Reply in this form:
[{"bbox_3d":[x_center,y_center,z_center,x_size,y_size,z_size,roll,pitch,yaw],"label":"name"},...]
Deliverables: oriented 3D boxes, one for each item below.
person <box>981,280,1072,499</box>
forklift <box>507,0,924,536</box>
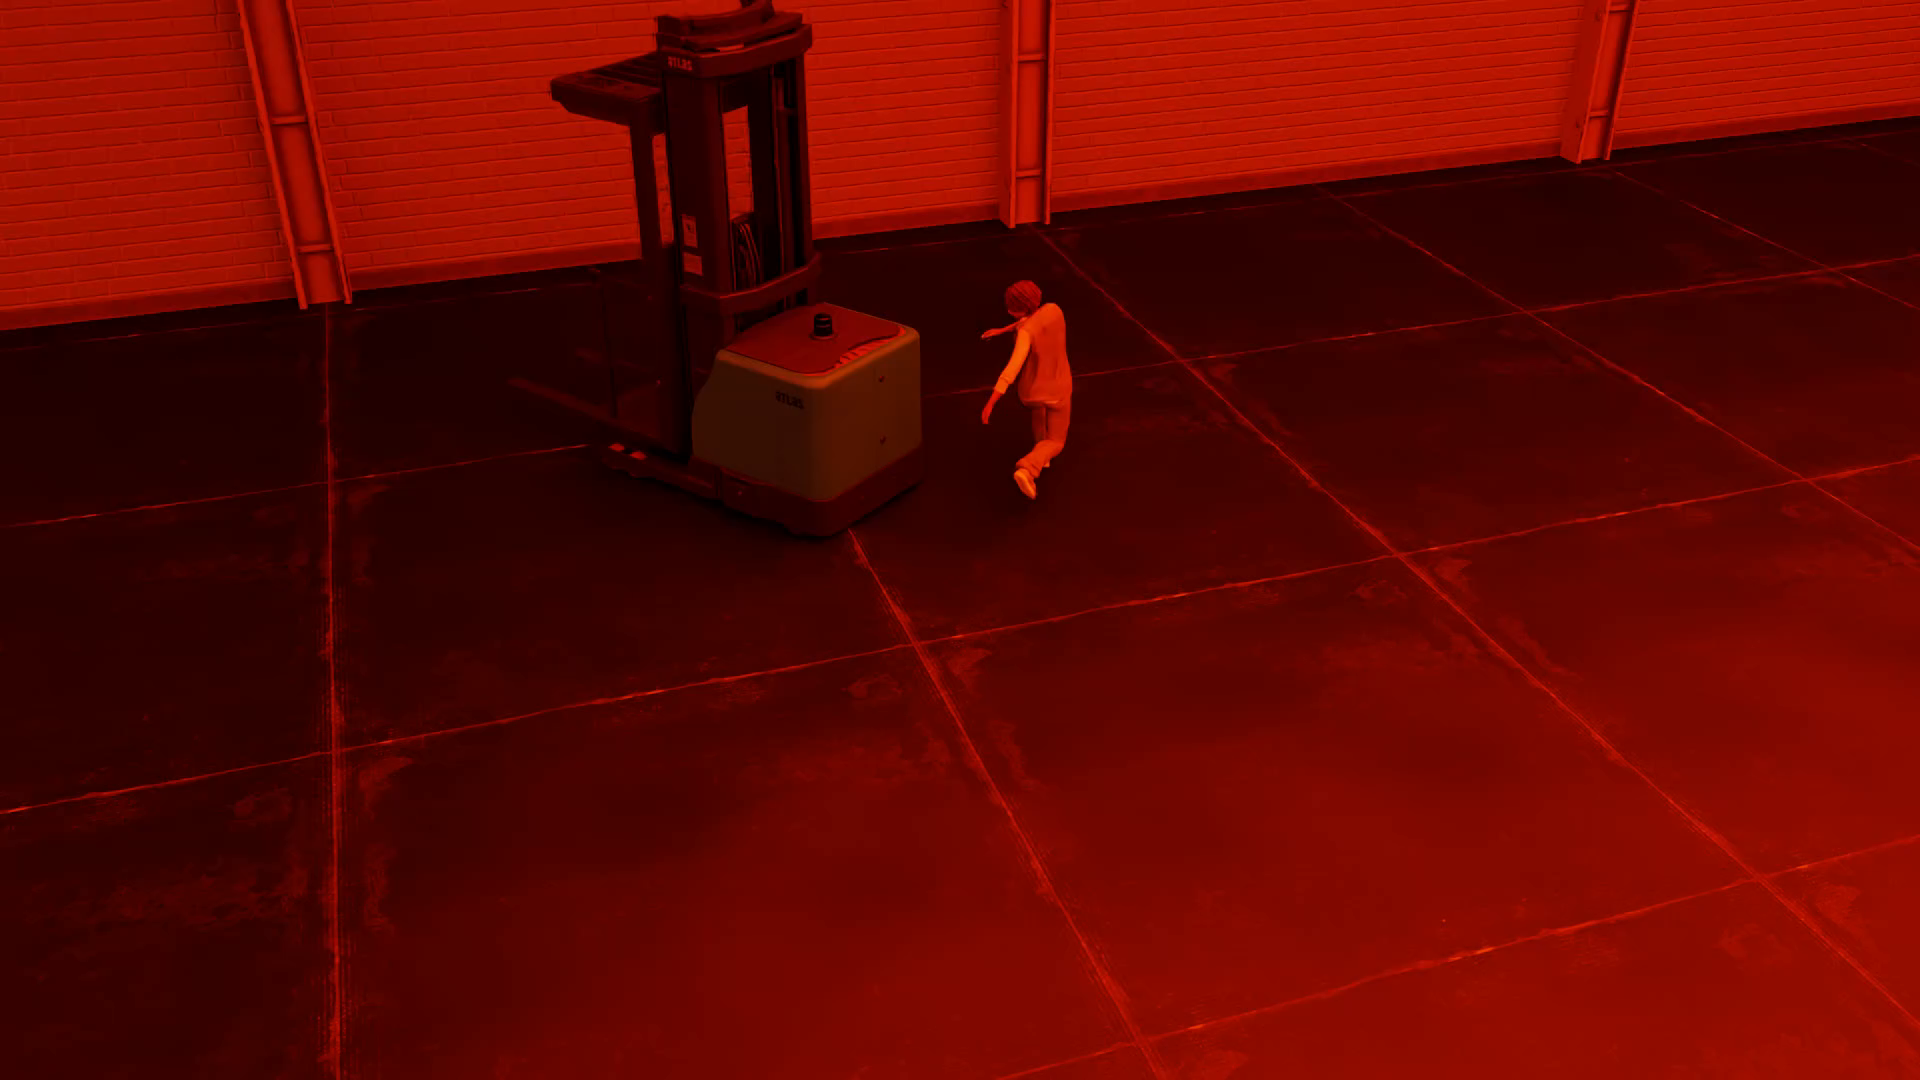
[{"bbox_3d":[0.417,-0.945,10.373,0.576,1.358,0.848,-1,30,-1],"label":"person"},{"bbox_3d":[-1.717,-1.864,10.327,3.031,2.935,1.130,20,35,31],"label":"forklift"}]
